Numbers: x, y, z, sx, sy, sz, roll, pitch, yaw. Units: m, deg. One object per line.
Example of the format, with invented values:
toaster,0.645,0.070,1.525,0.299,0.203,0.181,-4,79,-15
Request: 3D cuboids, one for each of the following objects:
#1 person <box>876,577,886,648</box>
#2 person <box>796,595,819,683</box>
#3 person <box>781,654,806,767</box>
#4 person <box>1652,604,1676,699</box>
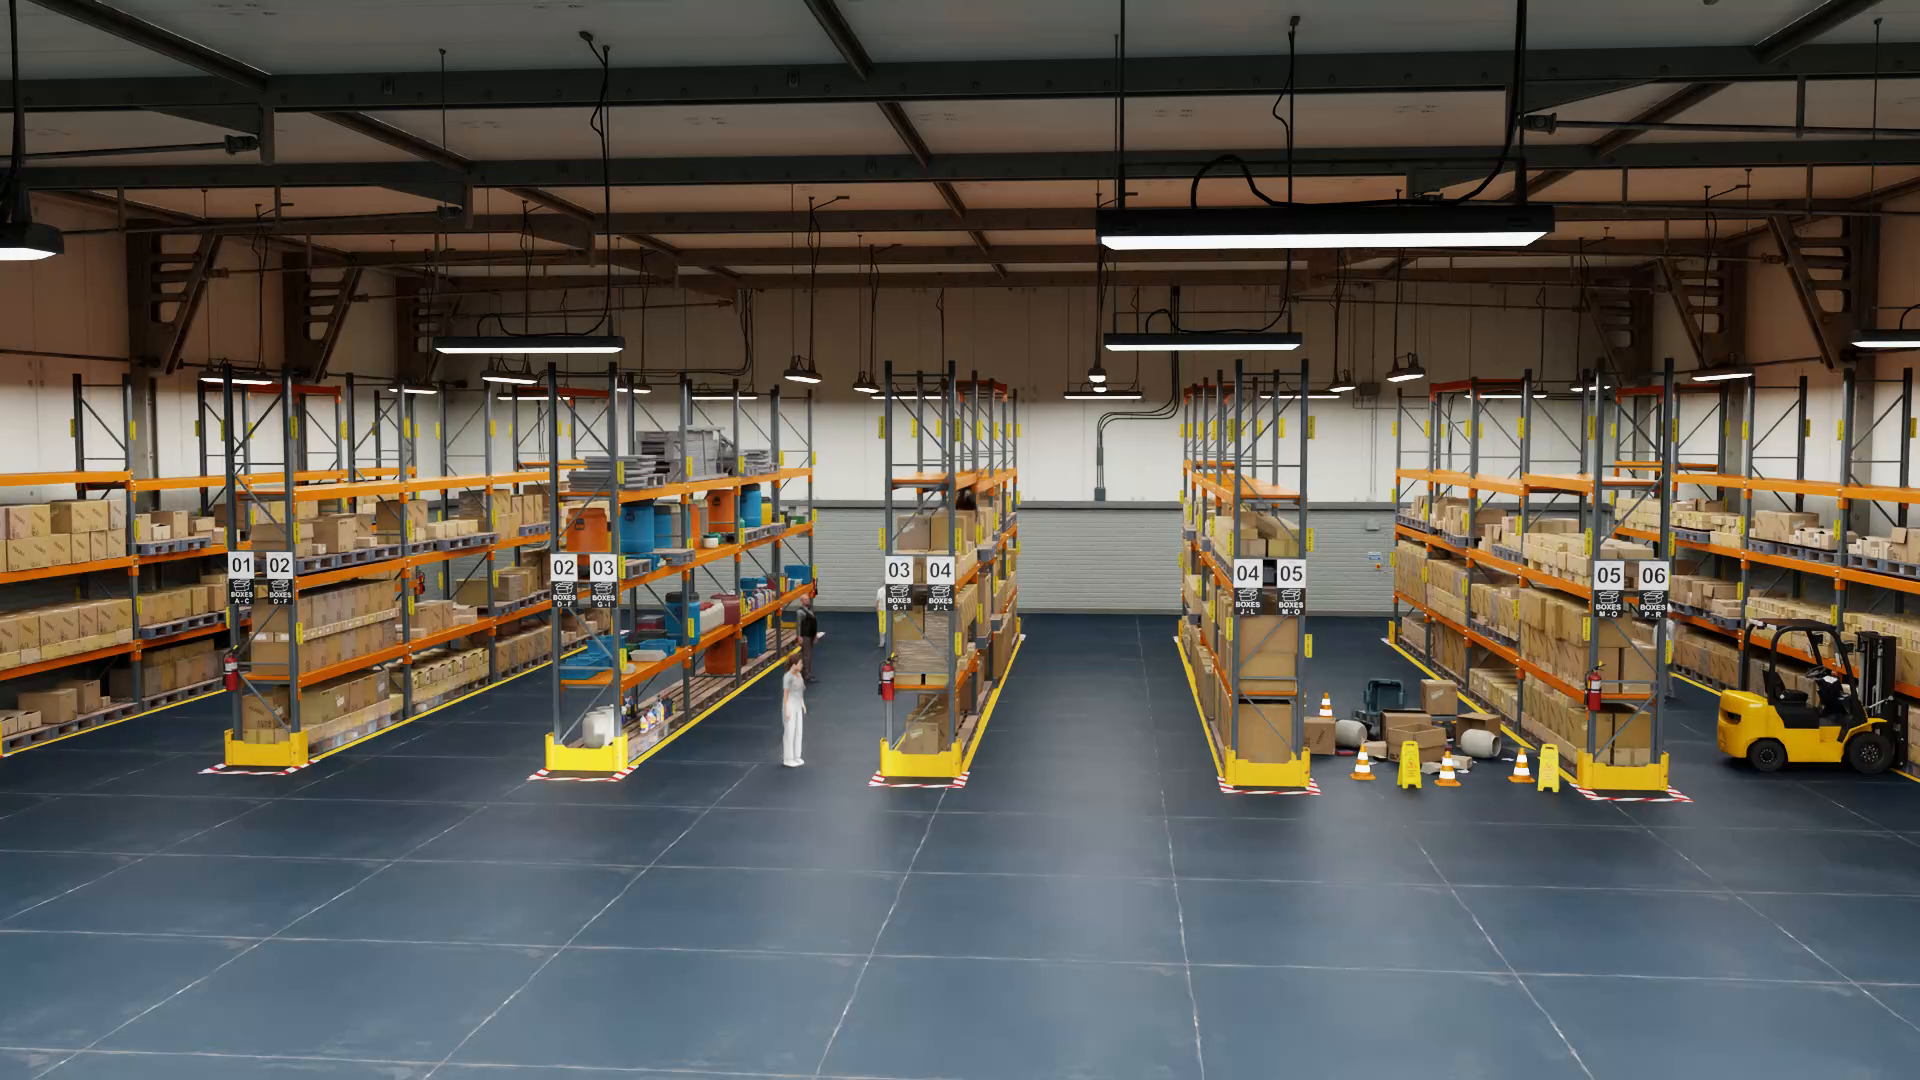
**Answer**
person,-1.698,1.654,38.559,0.510,1.614,0.952,0,4,0
person,-3.006,1.964,33.282,0.525,1.737,0.571,1,4,18
person,-2.494,2.534,24.872,0.346,1.687,0.470,2,4,26
person,13.174,2.076,31.165,0.441,1.776,0.562,2,4,23
